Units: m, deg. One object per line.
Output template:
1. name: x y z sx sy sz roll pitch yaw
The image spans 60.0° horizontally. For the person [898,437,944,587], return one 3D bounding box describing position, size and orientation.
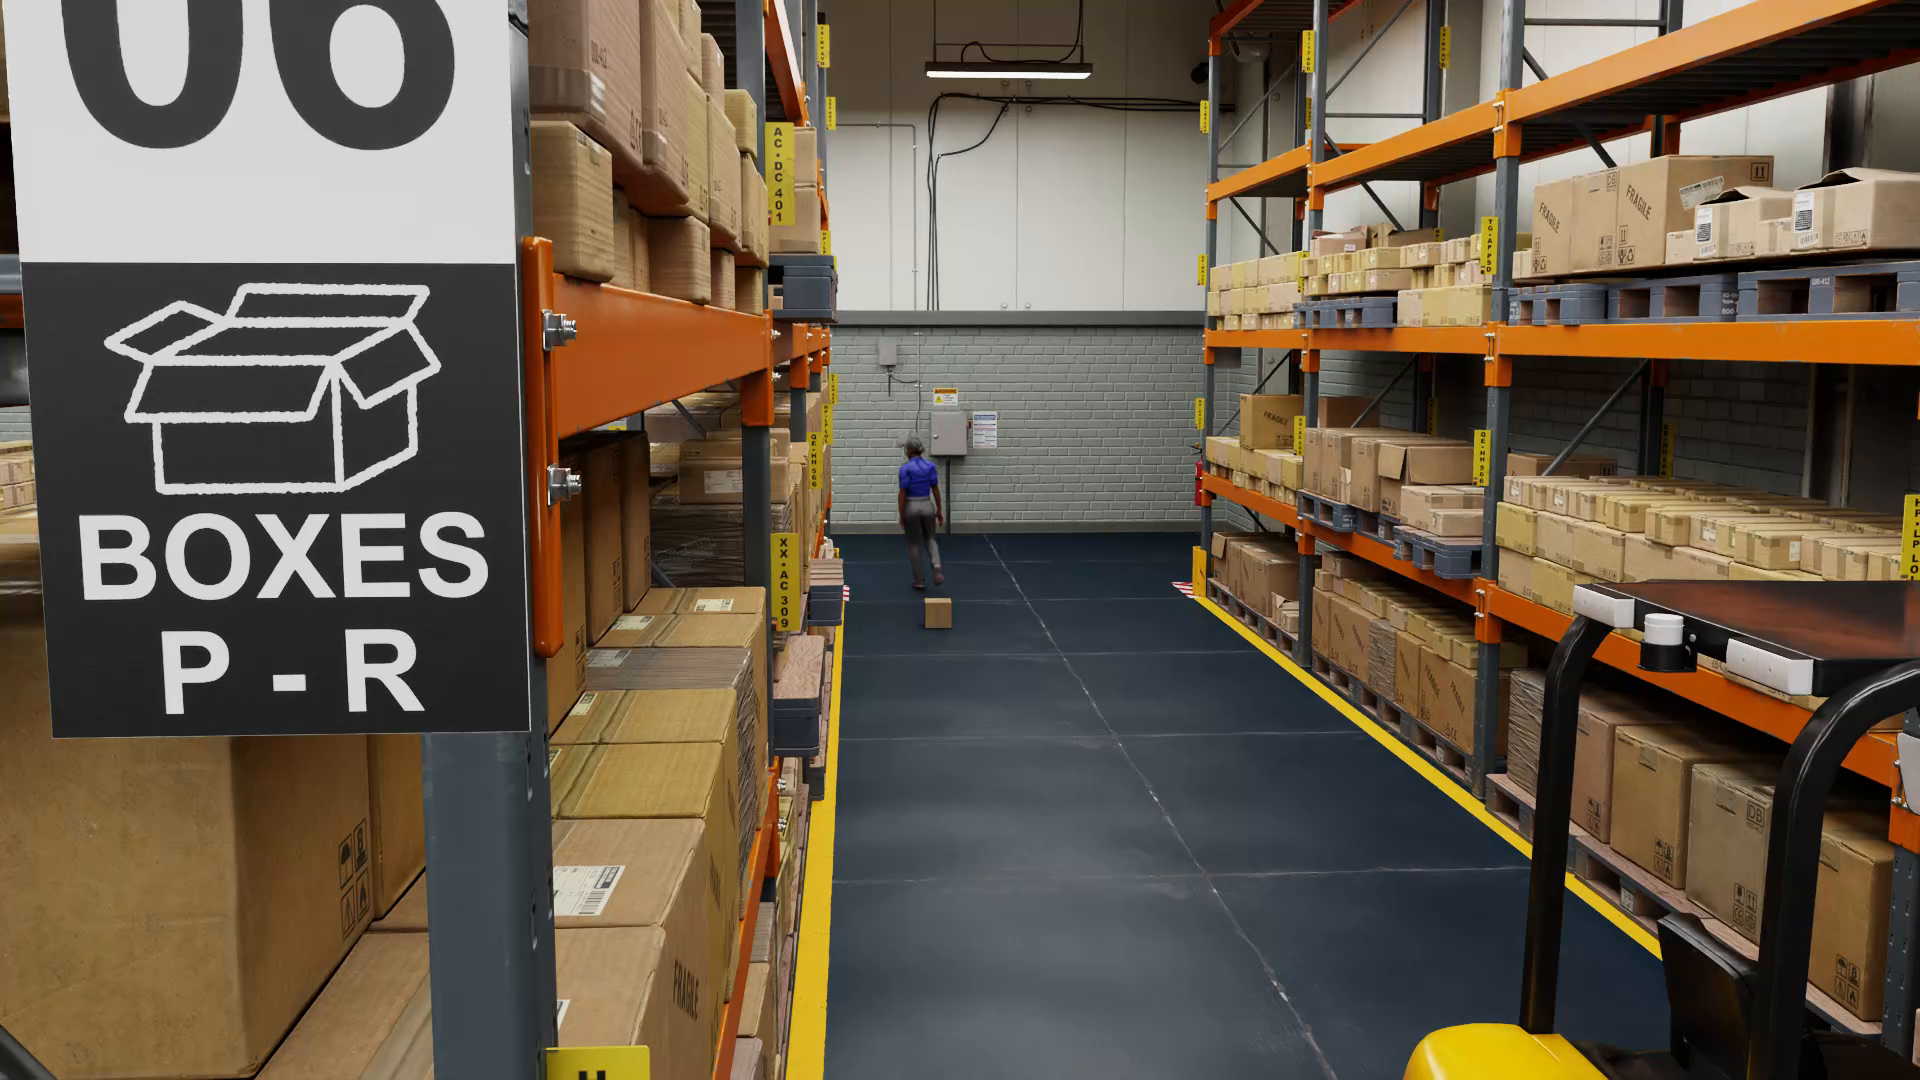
1. person: -0.432 -0.293 18.029 0.512 1.642 0.473 -3 7 -20
